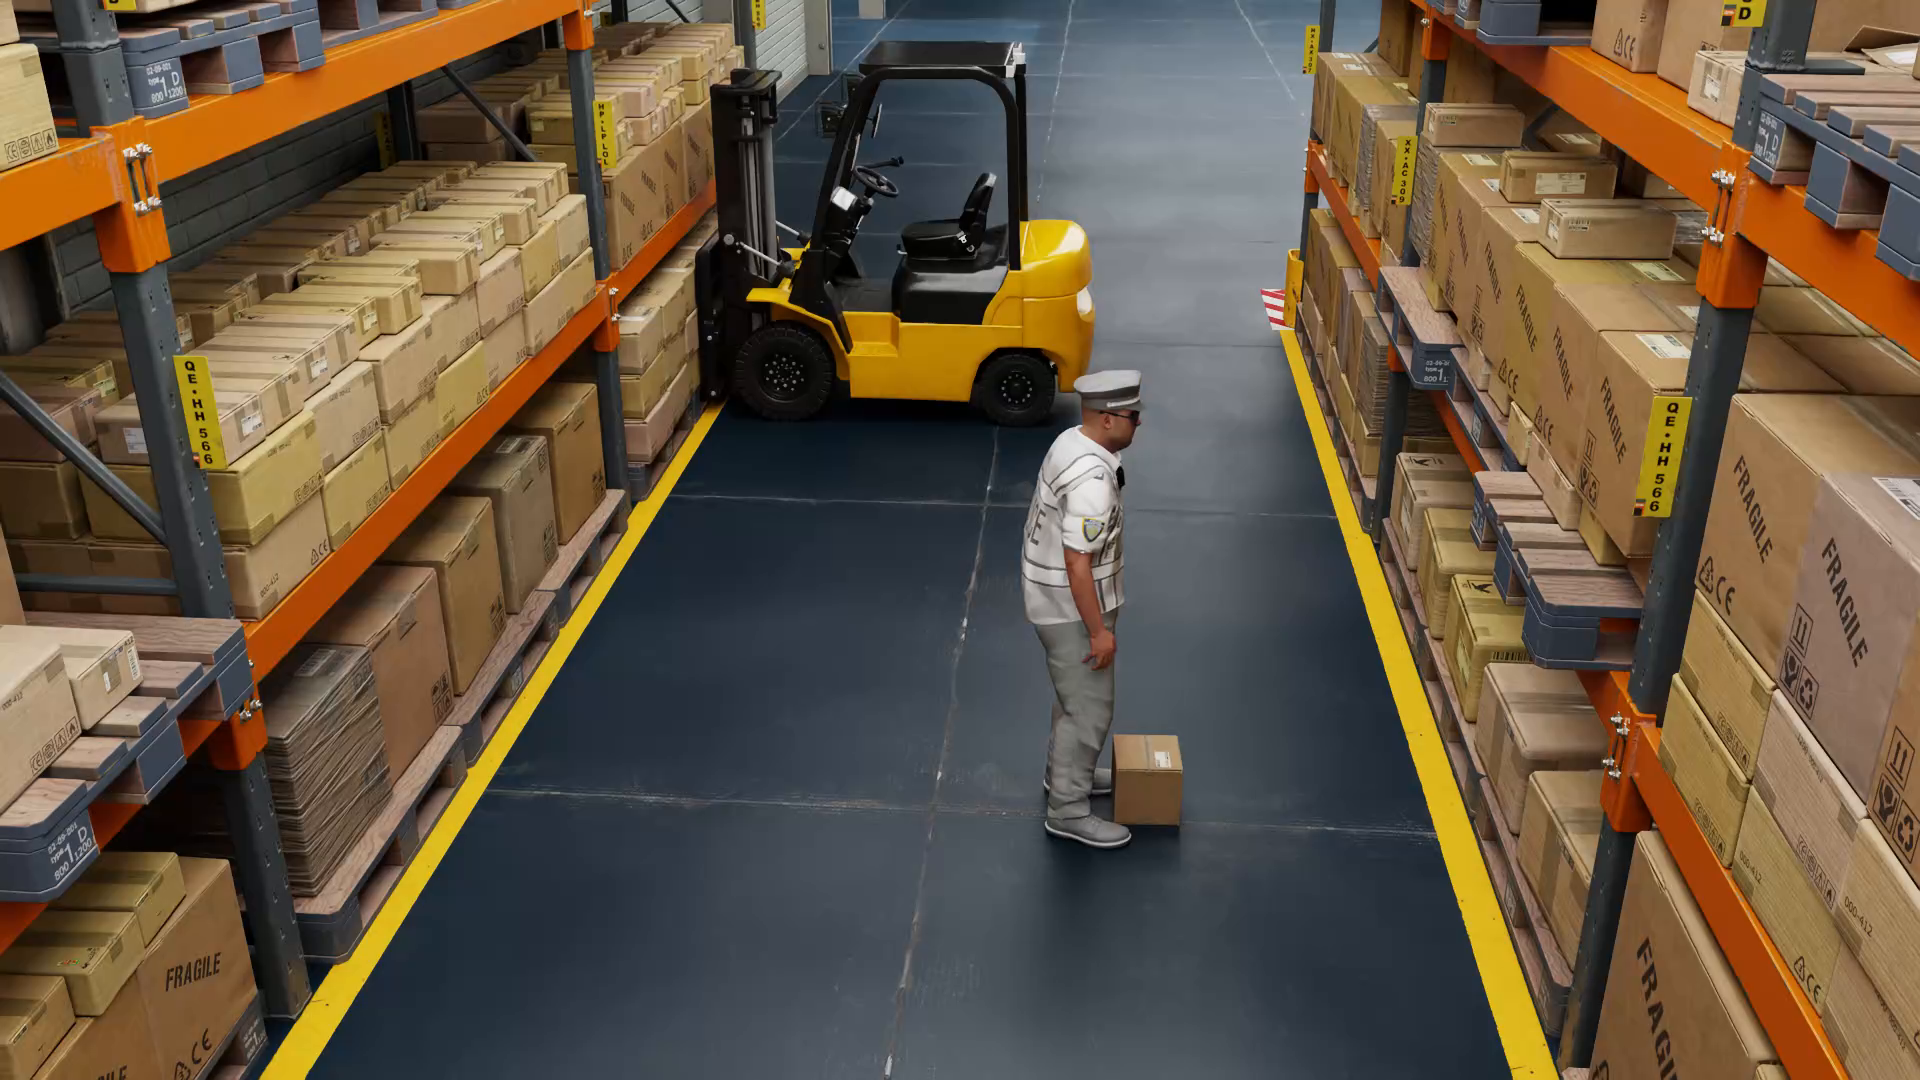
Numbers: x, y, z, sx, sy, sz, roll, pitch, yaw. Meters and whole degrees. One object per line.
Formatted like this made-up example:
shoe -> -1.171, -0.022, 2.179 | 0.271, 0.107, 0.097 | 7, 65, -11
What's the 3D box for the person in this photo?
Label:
person -> 0.439, 0.230, 6.087 | 0.429, 1.749, 0.606 | 1, 24, 1
